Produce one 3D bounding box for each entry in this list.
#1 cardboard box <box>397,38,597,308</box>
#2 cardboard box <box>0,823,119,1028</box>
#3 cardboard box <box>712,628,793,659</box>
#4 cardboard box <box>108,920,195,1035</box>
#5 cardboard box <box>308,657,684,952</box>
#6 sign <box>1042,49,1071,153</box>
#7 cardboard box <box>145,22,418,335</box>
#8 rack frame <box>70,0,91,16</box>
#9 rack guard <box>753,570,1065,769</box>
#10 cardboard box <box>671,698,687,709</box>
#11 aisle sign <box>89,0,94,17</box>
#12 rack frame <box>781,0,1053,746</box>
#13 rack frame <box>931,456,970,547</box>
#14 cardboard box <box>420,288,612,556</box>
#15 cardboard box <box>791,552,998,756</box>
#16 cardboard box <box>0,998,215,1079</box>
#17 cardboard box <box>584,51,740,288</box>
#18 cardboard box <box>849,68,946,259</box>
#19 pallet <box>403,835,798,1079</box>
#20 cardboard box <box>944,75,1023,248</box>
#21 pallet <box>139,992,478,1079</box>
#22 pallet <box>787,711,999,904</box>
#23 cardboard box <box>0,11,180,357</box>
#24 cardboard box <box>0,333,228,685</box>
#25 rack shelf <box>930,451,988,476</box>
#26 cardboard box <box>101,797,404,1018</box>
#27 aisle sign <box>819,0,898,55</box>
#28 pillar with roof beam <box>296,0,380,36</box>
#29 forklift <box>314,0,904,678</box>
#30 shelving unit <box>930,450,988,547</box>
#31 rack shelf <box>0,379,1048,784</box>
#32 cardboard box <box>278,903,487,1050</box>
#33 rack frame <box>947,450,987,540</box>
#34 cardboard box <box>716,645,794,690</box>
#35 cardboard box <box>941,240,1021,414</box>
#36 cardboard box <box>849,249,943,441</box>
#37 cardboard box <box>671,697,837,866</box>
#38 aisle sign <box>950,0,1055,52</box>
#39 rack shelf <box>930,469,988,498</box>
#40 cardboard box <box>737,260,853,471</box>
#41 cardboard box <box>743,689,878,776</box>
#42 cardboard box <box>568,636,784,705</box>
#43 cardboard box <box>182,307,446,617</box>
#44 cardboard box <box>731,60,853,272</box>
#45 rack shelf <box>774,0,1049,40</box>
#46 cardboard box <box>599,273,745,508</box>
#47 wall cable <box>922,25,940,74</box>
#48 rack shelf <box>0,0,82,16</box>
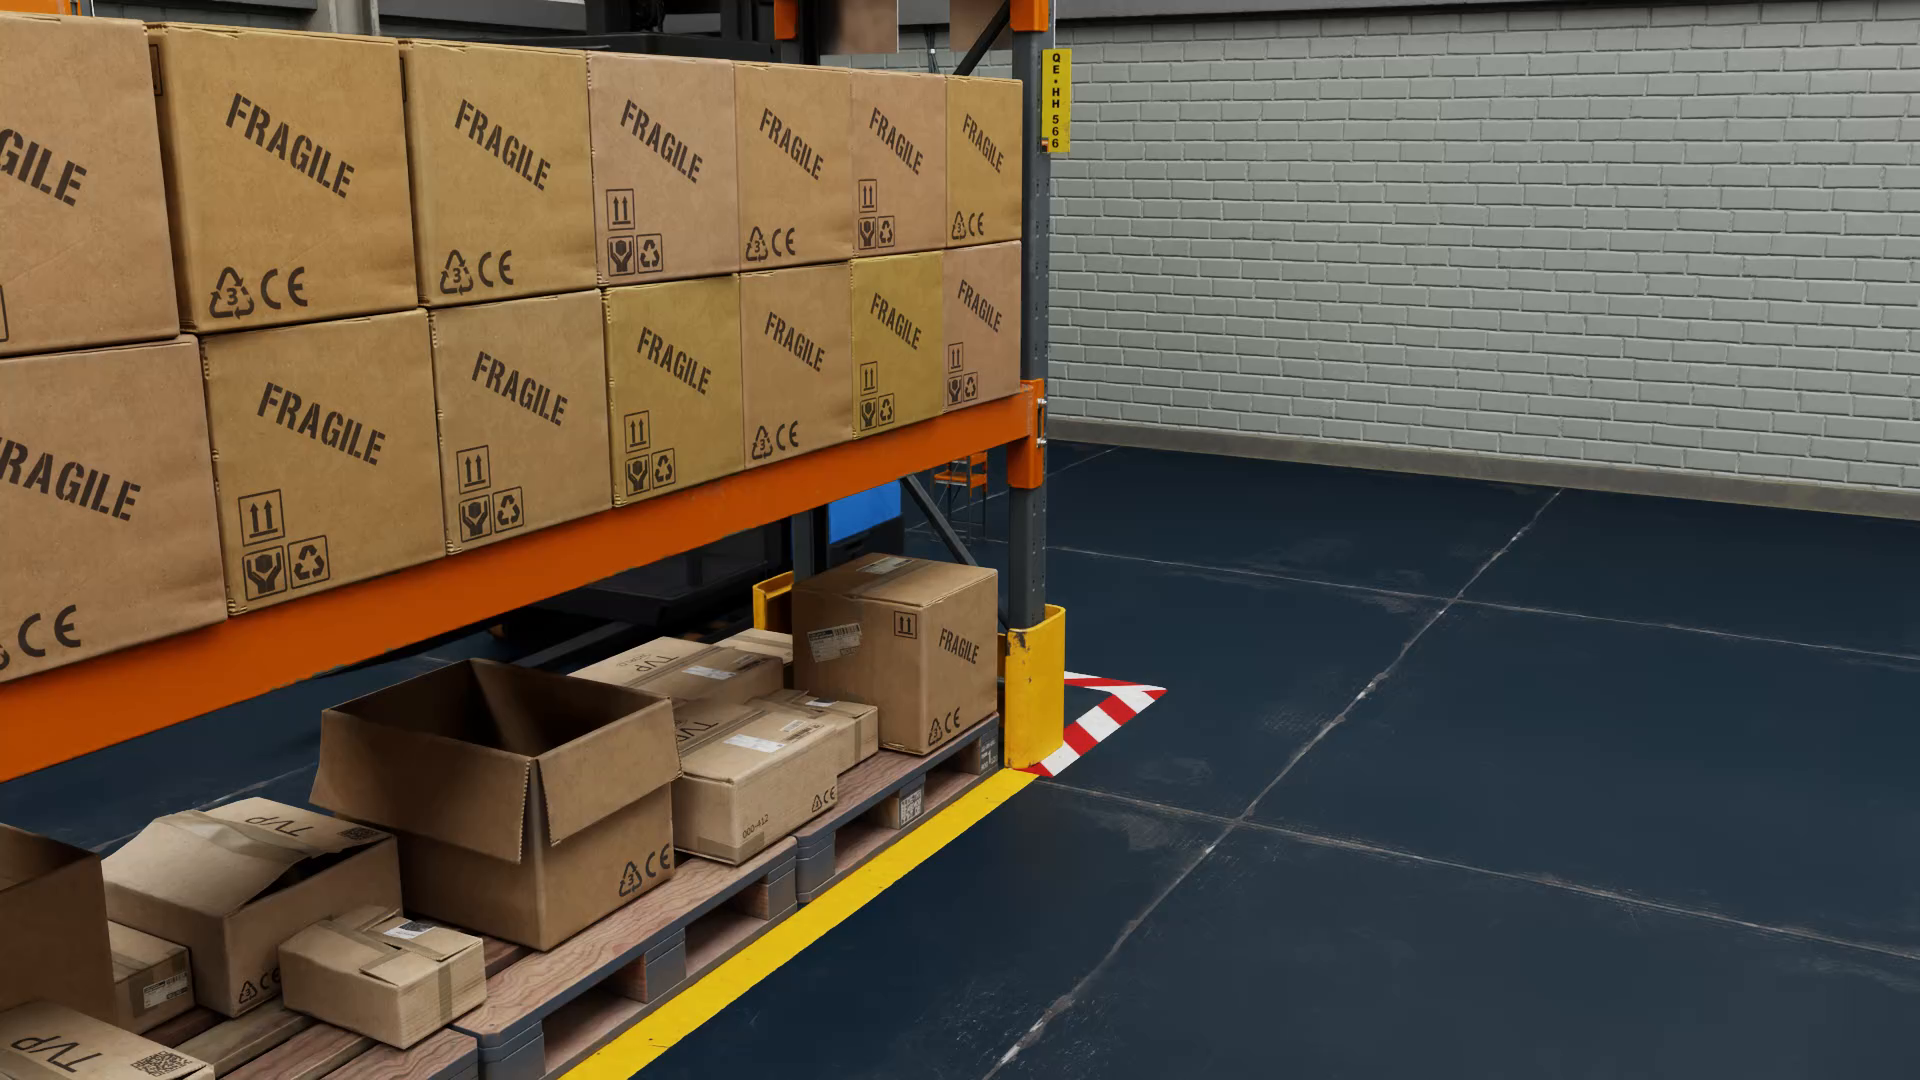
[{"bbox_3d":[-1.124,-0.768,3.473,0.500,0.500,0.500,7,15,26],"label":"cardboard box"},{"bbox_3d":[-2.069,0.895,3.316,0.500,0.500,0.500,7,15,28],"label":"cardboard box"},{"bbox_3d":[-0.666,0.441,5.948,0.380,0.149,0.250,7,15,28],"label":"cardboard box"},{"bbox_3d":[-1.941,0.982,3.704,0.380,0.149,0.250,7,15,28],"label":"cardboard box"},{"bbox_3d":[-1.193,0.656,4.298,0.797,0.503,0.637,7,15,28],"label":"cardboard box"},{"bbox_3d":[0.313,-1.427,5.410,0.100,0.325,0.005,7,15,28],"label":"sign"},{"bbox_3d":[-1.373,-0.663,3.035,0.500,0.500,0.500,7,15,26],"label":"cardboard box"},{"bbox_3d":[-4.501,-1.338,8.185,1.000,3.000,0.127,7,15,28],"label":"rack frame"},{"bbox_3d":[-0.200,0.453,6.088,1.175,0.500,0.348,7,15,28],"label":"rack guard"},{"bbox_3d":[-1.157,0.629,4.950,0.500,0.250,0.500,7,15,28],"label":"cardboard box"},{"bbox_3d":[-4.204,-2.583,7.801,0.394,0.787,0.004,7,15,28],"label":"aisle sign"},{"bbox_3d":[-0.163,-0.778,5.860,1.000,3.000,0.127,7,15,28],"label":"rack frame"},{"bbox_3d":[-0.051,-0.562,8.803,0.240,1.200,0.006,7,15,28],"label":"rack frame"},{"bbox_3d":[-1.123,-0.287,3.612,0.500,0.500,0.500,7,15,28],"label":"cardboard box"},{"bbox_3d":[-0.210,0.363,5.523,0.500,0.500,0.500,7,15,28],"label":"cardboard box"},{"bbox_3d":[-1.704,1.074,2.975,0.500,0.311,0.500,7,15,28],"label":"cardboard box"},{"bbox_3d":[-0.876,-0.874,3.912,0.500,0.500,0.500,8,16,30],"label":"cardboard box"},{"bbox_3d":[-0.381,-1.086,4.793,0.500,0.500,0.500,8,16,30],"label":"cardboard box"},{"bbox_3d":[-1.175,1.006,4.409,1.003,0.211,1.213,7,15,28],"label":"pallet"},{"bbox_3d":[-0.137,-1.190,5.223,0.500,0.500,0.500,7,15,28],"label":"cardboard box"},{"bbox_3d":[-1.764,1.258,3.367,1.003,0.211,1.213,7,15,28],"label":"pallet"},{"bbox_3d":[-0.584,0.757,5.443,1.003,0.211,1.213,7,15,28],"label":"pallet"},{"bbox_3d":[-1.622,-0.557,2.596,0.500,0.500,0.500,8,16,29],"label":"cardboard box"},{"bbox_3d":[-1.612,-0.080,2.750,0.500,0.500,0.500,8,16,30],"label":"cardboard box"},{"bbox_3d":[-0.007,-0.420,8.919,0.258,0.103,0.180,7,15,28],"label":"rack shelf"},{"bbox_3d":[-1.707,0.833,3.976,0.500,0.311,0.500,7,15,28],"label":"cardboard box"},{"bbox_3d":[-0.387,-2.089,5.752,0.394,0.787,0.004,7,15,28],"label":"aisle sign"},{"bbox_3d":[-0.184,-4.419,8.163,9.100,9.000,0.400,7,15,28],"label":"pillar with roof beam"},{"bbox_3d":[-1.394,-0.999,6.924,1.130,2.935,3.031,7,15,26],"label":"forklift"},{"bbox_3d":[-0.007,-0.580,8.881,0.258,1.200,0.189,7,15,28],"label":"shelving unit"},{"bbox_3d":[-1.130,-0.018,4.242,1.077,0.370,4.000,7,15,28],"label":"rack shelf"},{"bbox_3d":[-1.295,0.966,3.733,0.380,0.166,0.250,7,15,28],"label":"cardboard box"},{"bbox_3d":[0.037,-0.599,8.958,0.240,1.200,0.006,7,15,28],"label":"rack frame"},{"bbox_3d":[-0.787,0.484,5.733,0.380,0.166,0.250,7,15,28],"label":"cardboard box"},{"bbox_3d":[-0.141,-0.704,5.339,0.500,0.500,0.500,8,16,30],"label":"cardboard box"},{"bbox_3d":[-0.389,-0.597,4.896,0.500,0.500,0.500,8,15,29],"label":"cardboard box"},{"bbox_3d":[-0.696,0.676,4.758,0.500,0.250,0.500,7,15,28],"label":"cardboard box"},{"bbox_3d":[0.138,-2.021,5.470,0.394,0.787,0.004,7,15,28],"label":"aisle sign"},{"bbox_3d":[-0.007,-0.304,8.947,0.258,0.103,0.180,7,15,28],"label":"rack shelf"},{"bbox_3d":[-0.635,-0.495,4.474,0.500,0.500,0.500,8,15,28],"label":"cardboard box"},{"bbox_3d":[-0.485,0.598,5.260,0.380,0.166,0.250,7,15,28],"label":"cardboard box"},{"bbox_3d":[-0.916,0.527,5.376,0.500,0.250,0.500,7,15,28],"label":"cardboard box"},{"bbox_3d":[-1.367,-0.185,3.187,0.500,0.500,0.500,8,16,29],"label":"cardboard box"},{"bbox_3d":[-0.627,-0.979,4.350,0.500,0.500,0.500,8,16,30],"label":"cardboard box"},{"bbox_3d":[-1.130,-1.476,3.891,1.077,0.370,4.000,7,15,28],"label":"rack shelf"},{"bbox_3d":[-0.879,-0.392,4.045,0.500,0.500,0.500,7,15,27],"label":"cardboard box"},{"bbox_3d":[-1.454,-3.865,12.491,3.097,2.526,0.112,7,15,28],"label":"wall cable"},{"bbox_3d":[-5.468,-2.037,6.216,1.077,0.370,4.000,7,15,28],"label":"rack shelf"}]
